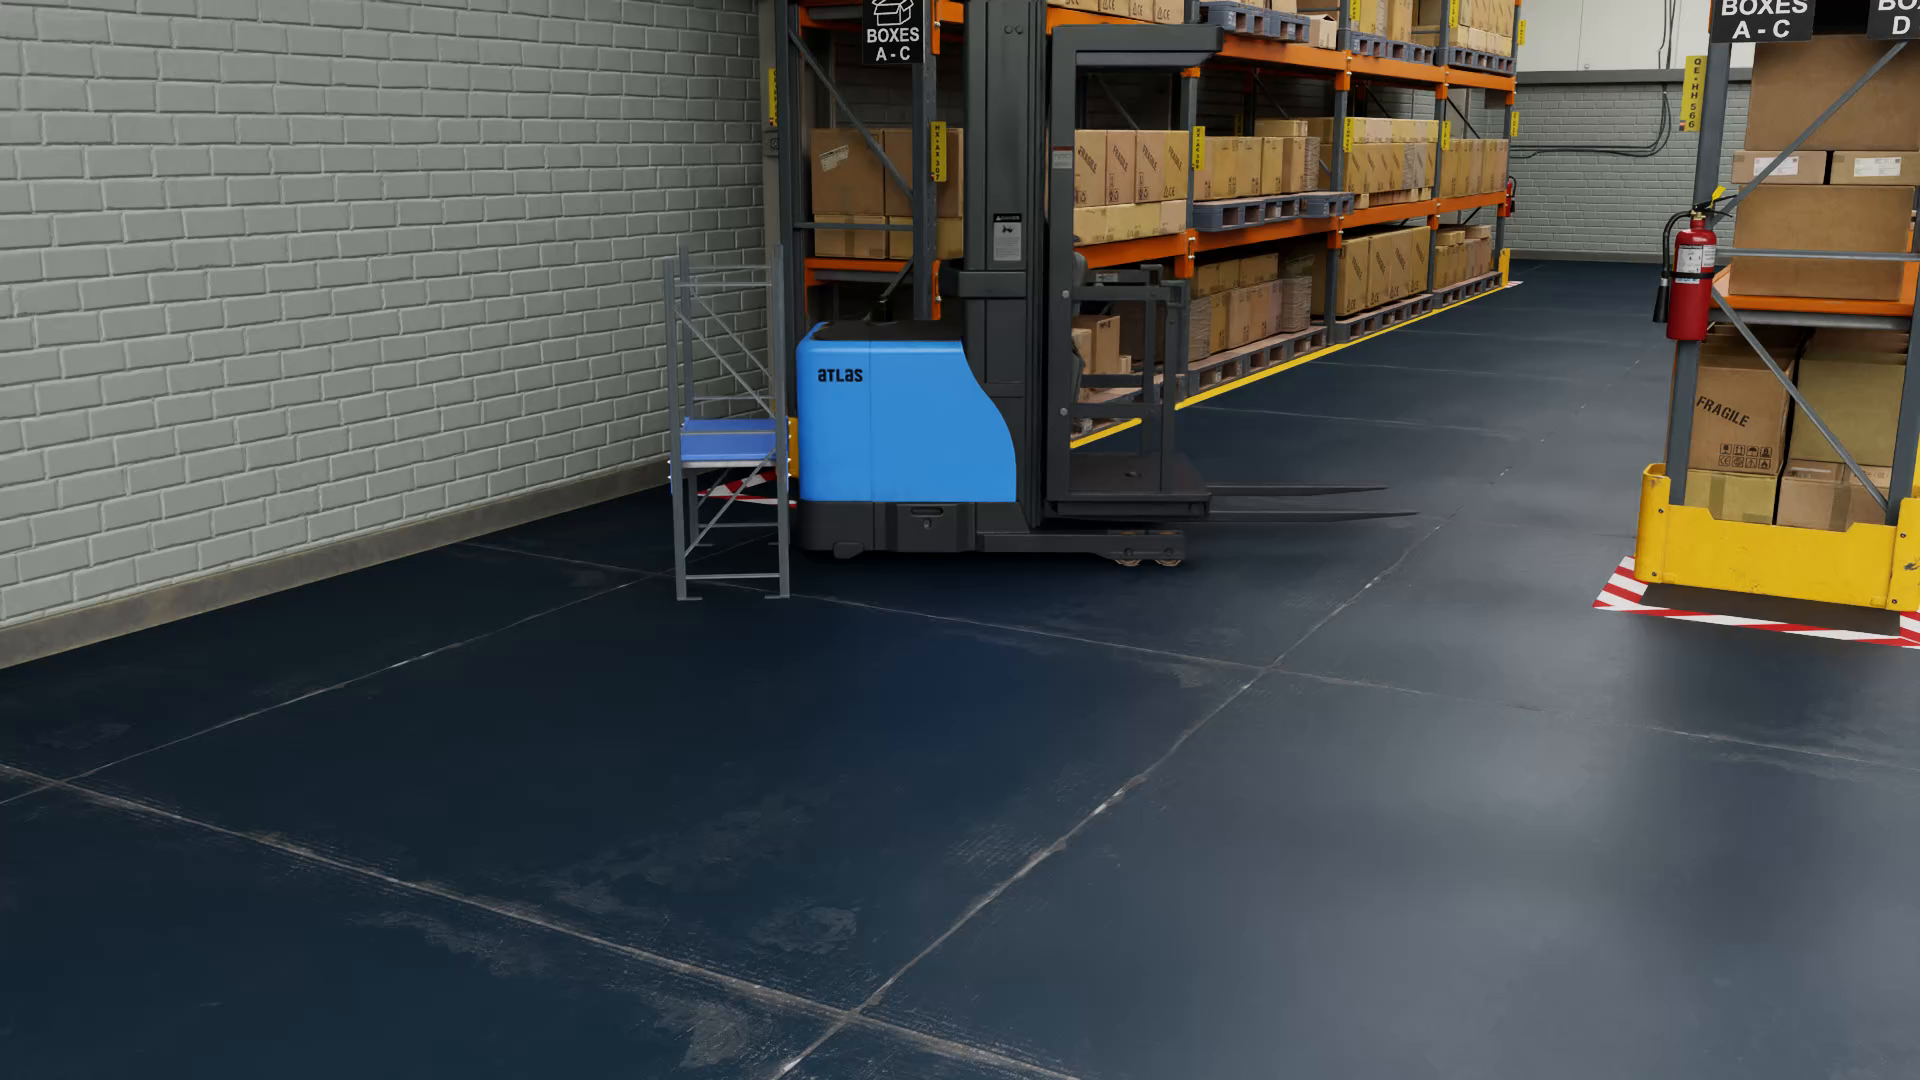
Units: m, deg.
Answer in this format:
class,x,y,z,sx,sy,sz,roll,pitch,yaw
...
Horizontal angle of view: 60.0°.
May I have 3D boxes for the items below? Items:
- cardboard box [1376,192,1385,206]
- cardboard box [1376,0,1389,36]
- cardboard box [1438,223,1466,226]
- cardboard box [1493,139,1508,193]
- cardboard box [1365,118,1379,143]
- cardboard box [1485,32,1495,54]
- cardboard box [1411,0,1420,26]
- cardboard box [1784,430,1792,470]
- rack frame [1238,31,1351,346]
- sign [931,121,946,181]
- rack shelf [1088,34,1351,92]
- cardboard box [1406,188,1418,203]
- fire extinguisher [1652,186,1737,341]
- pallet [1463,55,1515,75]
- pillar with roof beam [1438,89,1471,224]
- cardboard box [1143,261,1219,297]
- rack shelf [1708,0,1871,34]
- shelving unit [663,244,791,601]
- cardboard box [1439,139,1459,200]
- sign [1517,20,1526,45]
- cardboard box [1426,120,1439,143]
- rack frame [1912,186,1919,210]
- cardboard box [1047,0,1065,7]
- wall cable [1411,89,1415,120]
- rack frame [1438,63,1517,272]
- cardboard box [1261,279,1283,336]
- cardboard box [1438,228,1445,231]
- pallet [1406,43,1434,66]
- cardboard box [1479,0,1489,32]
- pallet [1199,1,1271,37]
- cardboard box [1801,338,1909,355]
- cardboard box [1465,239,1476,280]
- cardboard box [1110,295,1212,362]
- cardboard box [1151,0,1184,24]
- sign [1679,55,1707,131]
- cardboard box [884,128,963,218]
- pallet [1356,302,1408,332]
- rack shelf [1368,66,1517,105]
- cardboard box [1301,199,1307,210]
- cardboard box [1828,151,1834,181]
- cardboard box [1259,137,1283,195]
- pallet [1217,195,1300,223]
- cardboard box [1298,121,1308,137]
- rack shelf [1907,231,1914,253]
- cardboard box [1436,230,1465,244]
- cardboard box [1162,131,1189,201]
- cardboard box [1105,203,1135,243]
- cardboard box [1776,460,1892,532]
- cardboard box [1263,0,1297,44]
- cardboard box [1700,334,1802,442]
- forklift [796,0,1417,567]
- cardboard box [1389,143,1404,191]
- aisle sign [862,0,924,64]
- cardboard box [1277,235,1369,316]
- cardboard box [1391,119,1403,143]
class,x,y,z,sx,sy,sz,roll,pitch,yaw
cardboard box,4.364,-3.693,17.944,0.380,0.149,0.250,7,15,28
cardboard box,4.171,-5.604,17.827,0.700,0.500,0.500,7,15,28
cardboard box,6.772,-4.287,22.969,0.380,0.149,0.250,7,15,28
cardboard box,6.900,-5.129,22.770,0.980,0.700,0.700,8,16,31
cardboard box,3.974,-4.190,17.021,0.500,0.250,0.500,7,15,27
cardboard box,6.518,-6.333,21.212,0.500,0.250,0.500,7,15,26
cardboard box,5.337,-6.441,20.061,0.500,0.500,0.500,7,15,28
cardboard box,4.213,-0.464,9.028,0.500,0.250,0.500,7,15,28
rack frame,3.270,-3.448,16.435,1.000,3.000,0.127,7,15,28
sign,-0.122,-2.166,9.271,0.100,0.325,0.005,7,15,28
rack shelf,2.303,-4.146,14.466,1.077,0.370,4.000,7,15,28
cardboard box,4.946,-3.891,18.768,0.380,0.149,0.250,7,15,28
fire extinguisher,3.277,-1.237,7.429,0.296,0.674,0.183,7,15,28
pallet,6.788,-6.351,22.266,1.003,0.211,1.213,7,15,28
pillar with roof beam,11.454,-8.170,23.221,9.100,9.000,0.400,7,15,28
cardboard box,1.888,-2.234,14.195,0.500,0.250,0.500,7,15,27
rack shelf,4.708,-2.765,8.737,1.077,0.370,4.000,7,15,28
shelving unit,-1.063,-0.586,7.763,0.538,1.500,1.048,-1,14,-5
cardboard box,5.480,-4.524,20.258,0.980,0.700,0.700,8,16,29
sign,7.606,-6.875,22.531,0.100,0.325,0.005,7,15,28
cardboard box,5.202,-4.711,19.185,0.500,0.250,0.500,8,16,29
rack frame,7.608,-2.887,14.111,1.000,3.000,0.127,7,15,28
cardboard box,0.322,-3.577,10.313,0.500,0.500,0.500,8,16,31
wall cable,6.928,-5.953,24.659,0.084,1.984,1.851,7,15,28
rack frame,7.137,-5.089,23.243,1.000,3.000,0.127,7,15,28
cardboard box,2.617,-2.201,15.656,0.700,0.500,0.500,7,15,28
cardboard box,6.161,-4.027,21.889,0.380,0.149,0.250,8,15,29
pallet,4.804,-5.440,18.707,0.805,0.209,1.217,7,15,26
cardboard box,6.271,-6.594,20.695,0.500,0.500,0.500,7,15,28
pallet,1.728,-4.109,13.177,1.213,0.211,1.003,7,15,28
cardboard box,4.665,-0.770,8.697,0.500,0.500,0.500,7,15,28
cardboard box,6.402,-3.717,21.990,0.700,0.500,0.500,7,15,26
cardboard box,1.678,-1.779,13.907,0.700,0.500,0.500,8,16,30
cardboard box,1.307,-4.012,12.118,0.500,0.500,0.500,8,16,30
sign,3.273,-1.989,7.406,0.100,0.325,0.005,7,15,28
cardboard box,-0.103,-2.172,9.820,0.500,0.500,0.500,7,15,28
pallet,4.308,-2.495,18.432,1.003,0.211,1.213,7,15,28
rack shelf,6.171,-5.787,21.274,1.077,0.370,4.000,7,15,28
cardboard box,3.632,-3.377,16.634,0.380,0.149,0.250,7,15,27
cardboard box,4.131,-1.868,8.284,0.380,0.149,0.250,8,16,29
cardboard box,2.469,-3.355,14.897,0.700,0.500,0.500,7,15,28
pallet,2.349,-2.944,14.754,1.003,0.211,1.213,7,15,28
cardboard box,3.130,-3.952,15.988,0.380,0.149,0.250,5,15,21
rack shelf,6.641,-2.127,12.493,1.077,0.370,4.000,7,15,28
cardboard box,6.232,-3.871,21.245,0.380,0.149,0.250,7,15,26
cardboard box,1.379,-2.797,12.411,0.500,0.500,0.500,7,15,28
cardboard box,0.895,-2.226,11.646,0.500,0.250,0.500,7,15,28
cardboard box,4.195,-0.198,7.927,0.500,0.250,0.500,7,15,28
cardboard box,2.562,-4.711,15.010,0.797,0.503,0.637,10,17,36
cardboard box,4.210,-0.829,8.942,0.500,0.500,0.500,7,15,28
forklift,0.728,-1.423,8.181,3.031,2.935,1.130,0,14,1
cardboard box,4.476,-4.037,17.989,0.500,0.500,0.500,8,16,30
aisle sign,-0.369,-3.022,9.120,0.394,0.787,0.004,7,15,28
cardboard box,3.740,-2.743,17.202,0.750,0.750,0.750,7,15,27
cardboard box,4.454,-4.398,17.886,0.500,0.250,0.500,7,15,27
